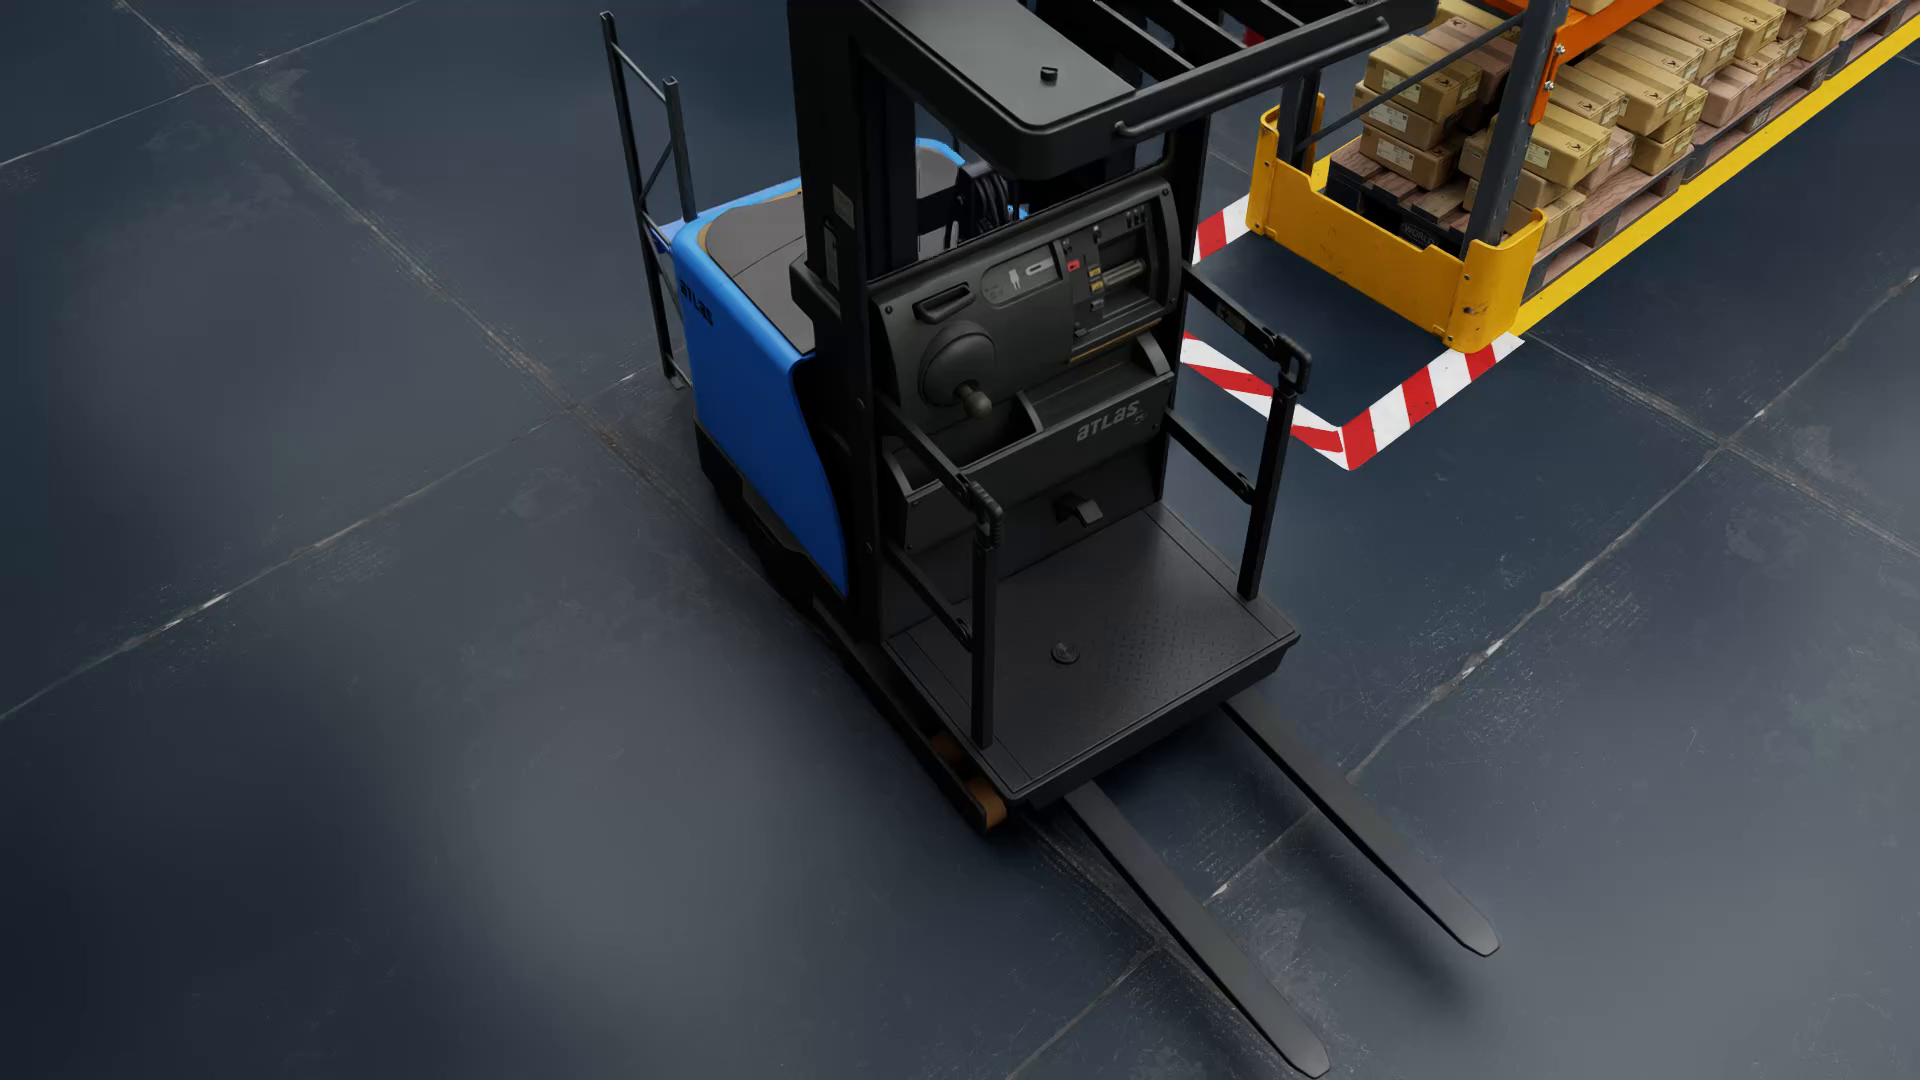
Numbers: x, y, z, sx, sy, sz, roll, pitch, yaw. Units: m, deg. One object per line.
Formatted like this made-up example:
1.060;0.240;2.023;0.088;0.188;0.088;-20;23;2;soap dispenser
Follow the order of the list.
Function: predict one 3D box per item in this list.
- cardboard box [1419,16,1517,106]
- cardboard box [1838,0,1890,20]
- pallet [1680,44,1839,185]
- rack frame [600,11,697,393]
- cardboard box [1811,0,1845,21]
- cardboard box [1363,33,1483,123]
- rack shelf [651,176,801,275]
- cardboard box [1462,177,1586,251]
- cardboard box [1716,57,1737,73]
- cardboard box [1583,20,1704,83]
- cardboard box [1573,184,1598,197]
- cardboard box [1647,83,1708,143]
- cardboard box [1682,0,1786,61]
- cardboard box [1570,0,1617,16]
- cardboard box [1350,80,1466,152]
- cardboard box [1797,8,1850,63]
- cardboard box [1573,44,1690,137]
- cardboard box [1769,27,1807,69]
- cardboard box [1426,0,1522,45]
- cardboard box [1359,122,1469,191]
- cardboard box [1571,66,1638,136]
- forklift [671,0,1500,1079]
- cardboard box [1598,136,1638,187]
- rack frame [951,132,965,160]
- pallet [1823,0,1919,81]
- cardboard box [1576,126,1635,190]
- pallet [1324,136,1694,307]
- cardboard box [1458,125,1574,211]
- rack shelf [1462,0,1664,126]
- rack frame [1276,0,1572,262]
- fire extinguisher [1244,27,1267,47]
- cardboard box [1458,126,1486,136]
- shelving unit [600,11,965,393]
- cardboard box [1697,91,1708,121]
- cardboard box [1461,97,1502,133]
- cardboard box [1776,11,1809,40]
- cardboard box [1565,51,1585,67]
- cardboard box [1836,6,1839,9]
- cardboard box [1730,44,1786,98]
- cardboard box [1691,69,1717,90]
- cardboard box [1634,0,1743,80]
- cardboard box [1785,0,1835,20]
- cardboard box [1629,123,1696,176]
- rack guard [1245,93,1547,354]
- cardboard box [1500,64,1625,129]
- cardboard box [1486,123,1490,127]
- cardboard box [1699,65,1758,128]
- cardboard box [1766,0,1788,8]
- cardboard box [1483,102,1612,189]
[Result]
2.079;-1.950;6.757;0.250;0.149;0.380;-33;55;-26;cardboard box
4.131;-2.605;7.767;0.250;0.149;0.380;-36;57;-28;cardboard box
3.217;-2.154;7.594;1.213;0.211;1.003;-34;56;-27;pallet
-0.985;-0.999;5.647;0.032;1.500;0.500;-25;51;-21;rack frame
3.769;-2.516;7.482;0.250;0.149;0.380;-32;55;-26;cardboard box
1.855;-1.857;6.672;0.250;0.149;0.380;-33;55;-27;cardboard box
-0.555;-1.076;5.963;1.000;0.185;0.538;-25;51;-21;rack shelf
2.236;-1.341;6.600;0.250;0.149;0.380;-33;55;-26;cardboard box
3.124;-2.157;7.151;0.250;0.149;0.380;-31;54;-25;cardboard box
2.773;-1.956;6.763;0.380;0.149;0.250;36;57;29;cardboard box
2.375;-1.514;6.760;0.250;0.149;0.380;-34;56;-27;cardboard box
2.819;-1.818;6.838;0.250;0.149;0.380;-32;55;-26;cardboard box
3.210;-2.193;6.982;0.250;0.149;0.380;-33;55;-27;cardboard box
2.094;-1.977;5.704;0.250;0.149;0.380;-34;56;-27;cardboard box
1.832;-1.773;6.796;0.250;0.149;0.380;-35;56;-28;cardboard box
3.766;-2.342;7.524;0.250;0.149;0.380;-34;56;-27;cardboard box
2.645;-1.788;6.608;0.250;0.149;0.380;-34;56;-27;cardboard box
3.528;-2.250;7.439;0.250;0.149;0.380;-33;55;-27;cardboard box
2.185;-2.147;6.939;0.250;0.149;0.380;-35;56;-28;cardboard box
1.883;-1.629;6.866;0.250;0.149;0.380;-33;55;-27;cardboard box
2.556;-1.750;6.775;0.250;0.149;0.380;-33;55;-27;cardboard box
0.322;-0.540;4.254;1.130;2.935;3.031;-26;53;-22;forklift
2.554;-1.641;6.877;0.250;0.149;0.380;-33;55;-27;cardboard box
-0.127;-1.400;6.017;0.032;1.500;0.500;-25;51;-21;rack frame
4.120;-2.761;8.154;1.213;0.211;1.003;-34;56;-27;pallet
2.434;-1.581;6.619;0.250;0.149;0.380;-34;56;-27;cardboard box
2.315;-1.554;7.041;1.213;0.211;1.003;-34;56;-27;pallet
2.194;-1.476;6.522;0.250;0.149;0.380;-32;55;-26;cardboard box
3.113;-2.825;6.805;4.000;0.370;1.077;-34;56;-27;rack shelf
1.633;-2.080;5.628;0.127;3.000;1.000;-34;56;-27;rack frame
1.137;-2.054;5.910;0.183;0.674;0.296;-34;56;-27;fire extinguisher
2.005;-1.811;7.034;0.250;0.149;0.380;-32;55;-26;cardboard box
-0.556;-1.199;5.832;1.048;1.500;0.538;-25;51;-21;shelving unit
2.942;-1.886;7.103;0.250;0.149;0.380;-34;56;-27;cardboard box
2.062;-1.873;6.888;0.250;0.149;0.380;-35;56;-28;cardboard box
3.557;-2.394;7.370;0.380;0.149;0.250;36;57;29;cardboard box
2.483;-2.107;7.105;0.250;0.149;0.380;-34;56;-28;cardboard box
3.855;-2.541;7.708;0.250;0.149;0.380;-35;56;-28;cardboard box
3.372;-2.113;7.312;0.250;0.149;0.380;-34;56;-27;cardboard box
2.951;-2.000;7.006;0.380;0.149;0.250;36;57;29;cardboard box
2.985;-2.088;6.885;0.250;0.149;0.380;-32;55;-26;cardboard box
3.589;-2.433;7.203;0.250;0.149;0.380;-36;57;-28;cardboard box
2.817;-1.708;6.939;0.250;0.149;0.380;-33;55;-27;cardboard box
1.690;-1.270;6.581;0.348;0.500;1.175;-34;56;-27;rack guard
2.373;-1.733;6.558;0.250;0.149;0.380;-33;55;-27;cardboard box
2.258;-1.895;7.112;0.250;0.149;0.380;-34;56;-27;cardboard box
3.184;-1.962;7.173;0.380;0.149;0.250;36;57;29;cardboard box
3.332;-2.369;7.144;0.250;0.149;0.380;-34;56;-27;cardboard box
2.250;-1.532;6.371;0.250;0.149;0.380;-36;57;-29;cardboard box
